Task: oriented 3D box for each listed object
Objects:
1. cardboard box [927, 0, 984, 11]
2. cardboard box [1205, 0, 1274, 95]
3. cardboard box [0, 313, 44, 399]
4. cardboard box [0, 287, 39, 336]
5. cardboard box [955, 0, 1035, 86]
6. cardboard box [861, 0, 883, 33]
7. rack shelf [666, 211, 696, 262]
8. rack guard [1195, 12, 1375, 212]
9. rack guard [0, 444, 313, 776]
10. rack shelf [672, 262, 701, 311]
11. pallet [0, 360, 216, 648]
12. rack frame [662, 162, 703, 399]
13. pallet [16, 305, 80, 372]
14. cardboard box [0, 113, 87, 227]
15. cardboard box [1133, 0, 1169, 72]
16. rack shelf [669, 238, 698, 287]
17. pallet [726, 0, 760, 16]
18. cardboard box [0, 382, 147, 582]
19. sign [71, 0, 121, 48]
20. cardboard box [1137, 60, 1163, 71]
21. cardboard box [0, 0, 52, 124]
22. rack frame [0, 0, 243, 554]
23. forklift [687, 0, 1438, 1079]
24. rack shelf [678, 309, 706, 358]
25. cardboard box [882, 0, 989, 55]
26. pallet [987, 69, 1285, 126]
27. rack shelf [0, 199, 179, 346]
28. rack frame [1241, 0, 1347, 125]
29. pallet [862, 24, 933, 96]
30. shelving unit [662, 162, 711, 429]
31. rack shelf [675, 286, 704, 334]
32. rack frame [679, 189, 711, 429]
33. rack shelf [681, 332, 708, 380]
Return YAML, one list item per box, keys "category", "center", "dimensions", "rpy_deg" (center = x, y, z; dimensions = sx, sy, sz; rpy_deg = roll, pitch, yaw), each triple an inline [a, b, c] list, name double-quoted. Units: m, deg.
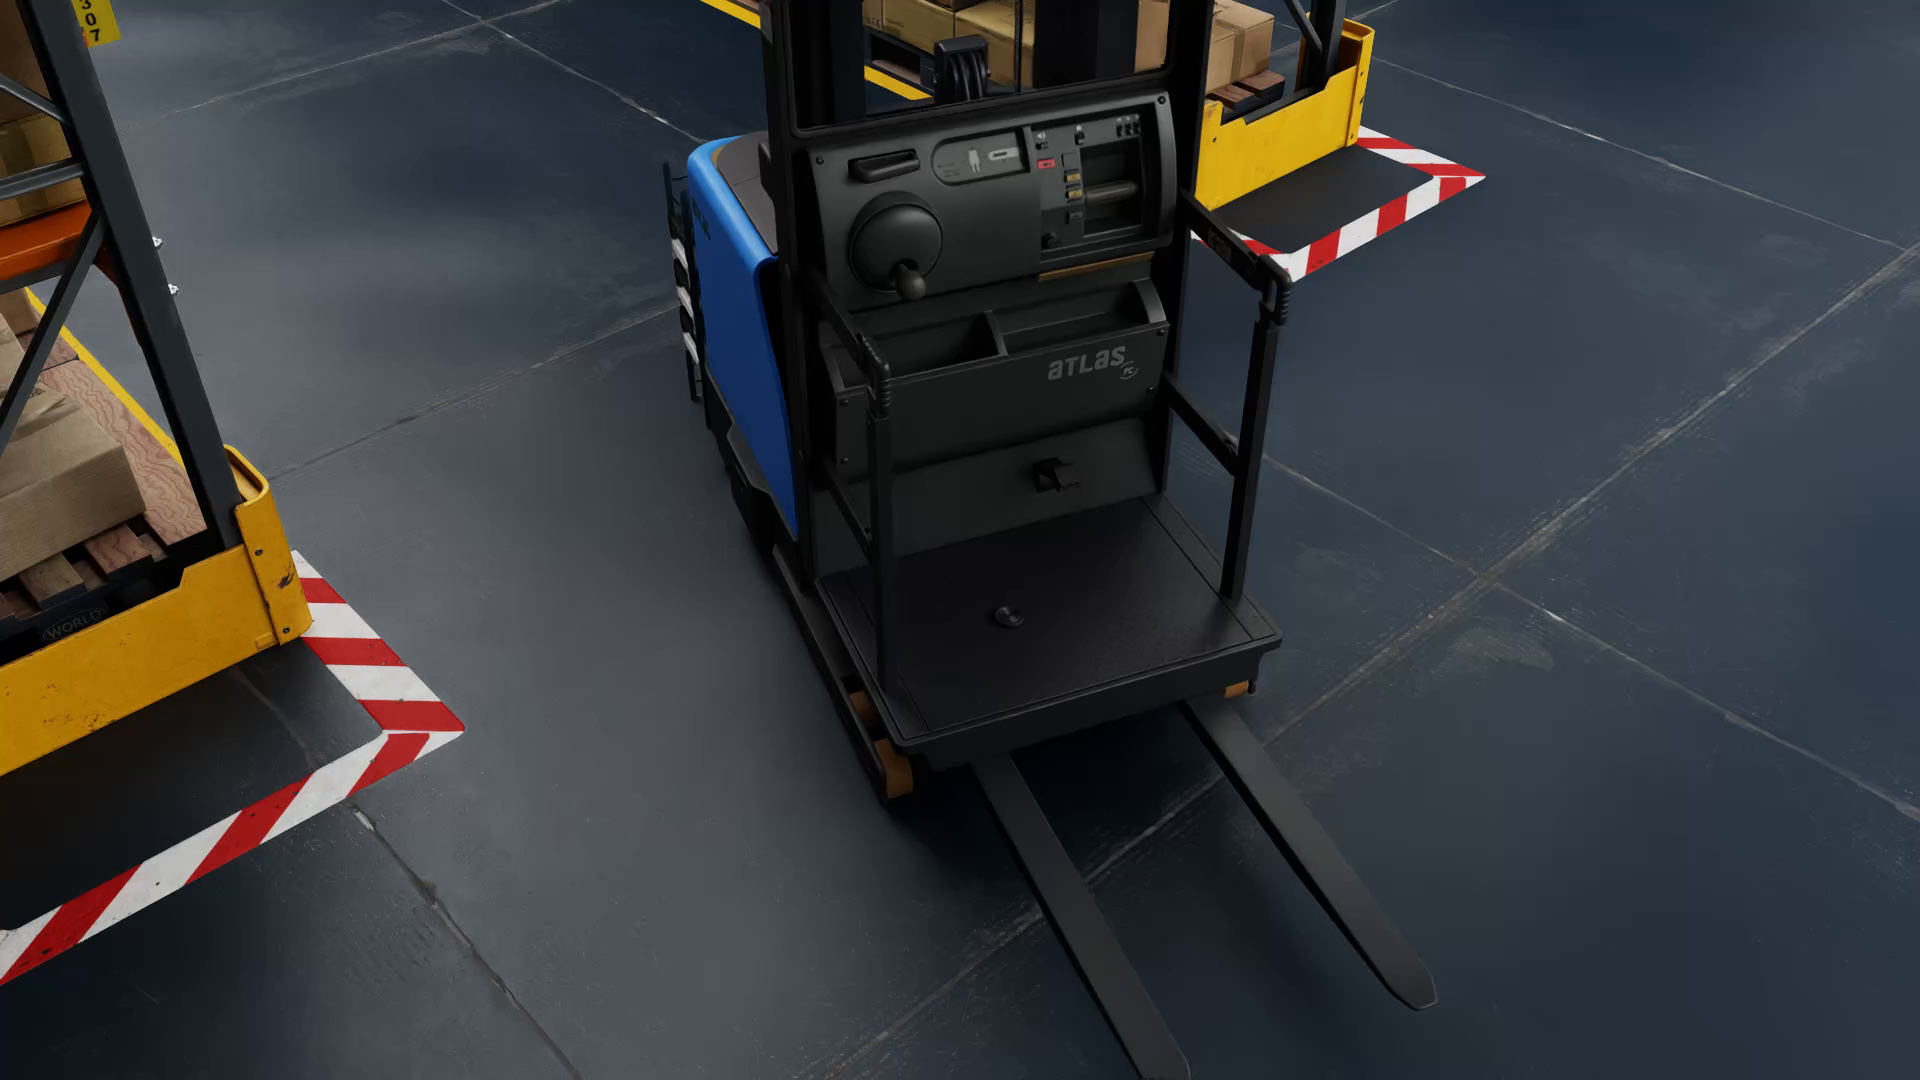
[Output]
- category: "cardboard box"
  center: [-0.017, -2.779, 7.561]
  dimensions: [0.500, 0.500, 0.500]
  rpy_deg: [-30, 48, -32]
- category: "cardboard box"
  center: [1.053, -2.252, 7.505]
  dimensions: [0.500, 0.250, 0.500]
  rpy_deg: [-30, 48, -32]
- category: "cardboard box"
  center: [-3.181, -0.456, 5.217]
  dimensions: [0.500, 0.311, 0.500]
  rpy_deg: [-26, 46, -28]
- category: "cardboard box"
  center: [-3.641, -0.890, 5.604]
  dimensions: [0.500, 0.500, 0.700]
  rpy_deg: [31, 48, 33]
- category: "cardboard box"
  center: [0.325, -2.258, 7.513]
  dimensions: [0.500, 0.250, 0.500]
  rpy_deg: [-30, 48, -32]
- category: "cardboard box"
  center: [-0.351, -2.721, 8.086]
  dimensions: [0.500, 0.250, 0.500]
  rpy_deg: [-30, 48, -32]
- category: "rack shelf"
  center: [-0.800, -1.005, 5.402]
  dimensions: [0.258, 0.077, 0.200]
  rpy_deg: [-15, 41, -18]
- category: "rack guard"
  center: [1.269, -1.832, 7.120]
  dimensions: [1.175, 0.500, 0.348]
  rpy_deg: [-30, 48, -32]
- category: "rack guard"
  center: [-2.445, 0.229, 4.569]
  dimensions: [1.175, 0.500, 0.348]
  rpy_deg: [-30, 48, -32]
- category: "rack shelf"
  center: [-0.800, -0.865, 5.515]
  dimensions: [0.258, 0.077, 0.200]
  rpy_deg: [-15, 41, -18]
- category: "pallet"
  center: [-2.969, -0.050, 5.144]
  dimensions: [1.003, 0.211, 1.213]
  rpy_deg: [-30, 48, -32]
- category: "rack frame"
  center: [-0.839, -0.880, 5.624]
  dimensions: [0.240, 0.900, 0.006]
  rpy_deg: [-15, 41, -18]
- category: "pallet"
  center: [-3.790, -0.614, 5.843]
  dimensions: [1.003, 0.211, 1.213]
  rpy_deg: [-30, 48, -32]
- category: "cardboard box"
  center: [-2.490, -1.019, 4.228]
  dimensions: [0.500, 0.250, 0.500]
  rpy_deg: [-31, 48, -33]
- category: "cardboard box"
  center: [0.670, -2.323, 6.996]
  dimensions: [0.500, 0.500, 0.500]
  rpy_deg: [-30, 48, -32]
- category: "rack shelf"
  center: [-0.800, -0.935, 5.459]
  dimensions: [0.258, 0.077, 0.200]
  rpy_deg: [-15, 41, -18]
- category: "pallet"
  center: [-0.946, -3.196, 9.039]
  dimensions: [1.003, 0.211, 1.213]
  rpy_deg: [-30, 48, -32]
- category: "cardboard box"
  center: [-2.796, -0.192, 4.890]
  dimensions: [0.500, 0.311, 0.500]
  rpy_deg: [29, 47, 31]
- category: "sign"
  center: [-1.995, -1.276, 3.754]
  dimensions: [0.100, 0.325, 0.005]
  rpy_deg: [-30, 48, -32]
- category: "cardboard box"
  center: [0.672, -2.032, 7.232]
  dimensions: [0.500, 0.250, 0.500]
  rpy_deg: [-30, 48, -32]
- category: "cardboard box"
  center: [-2.496, -1.298, 3.977]
  dimensions: [0.500, 0.500, 0.500]
  rpy_deg: [-30, 48, -32]
- category: "rack frame"
  center: [-2.394, -0.709, 3.740]
  dimensions: [1.000, 3.000, 0.127]
  rpy_deg: [-30, 48, -32]
- category: "forklift"
  center: [0.176, -0.759, 3.857]
  dimensions: [1.130, 2.935, 3.031]
  rpy_deg: [-14, 41, -17]
- category: "rack shelf"
  center: [-0.800, -0.725, 5.628]
  dimensions: [0.258, 0.077, 0.200]
  rpy_deg: [-15, 41, -18]
- category: "cardboard box"
  center: [-0.015, -2.489, 7.798]
  dimensions: [0.500, 0.250, 0.500]
  rpy_deg: [-30, 48, -32]
- category: "pallet"
  center: [0.704, -2.067, 7.641]
  dimensions: [1.003, 0.211, 1.213]
  rpy_deg: [-30, 48, -32]
- category: "rack shelf"
  center: [-3.747, -1.354, 5.112]
  dimensions: [1.077, 0.370, 4.000]
  rpy_deg: [-30, 48, -32]
- category: "rack frame"
  center: [1.252, -2.815, 6.349]
  dimensions: [1.000, 3.000, 0.127]
  rpy_deg: [-30, 48, -32]
- category: "pallet"
  center: [-0.117, -2.631, 8.340]
  dimensions: [1.003, 0.211, 1.213]
  rpy_deg: [-30, 48, -32]
- category: "shelving unit"
  center: [-0.800, -0.821, 5.551]
  dimensions: [0.258, 0.900, 0.210]
  rpy_deg: [-15, 41, -18]
- category: "rack shelf"
  center: [-0.800, -0.795, 5.572]
  dimensions: [0.258, 0.077, 0.200]
  rpy_deg: [-15, 41, -18]
- category: "rack frame"
  center: [-0.760, -0.762, 5.478]
  dimensions: [0.240, 0.900, 0.006]
  rpy_deg: [-15, 41, -18]
- category: "rack shelf"
  center: [-0.800, -0.655, 5.685]
  dimensions: [0.258, 0.077, 0.200]
  rpy_deg: [-15, 41, -18]
